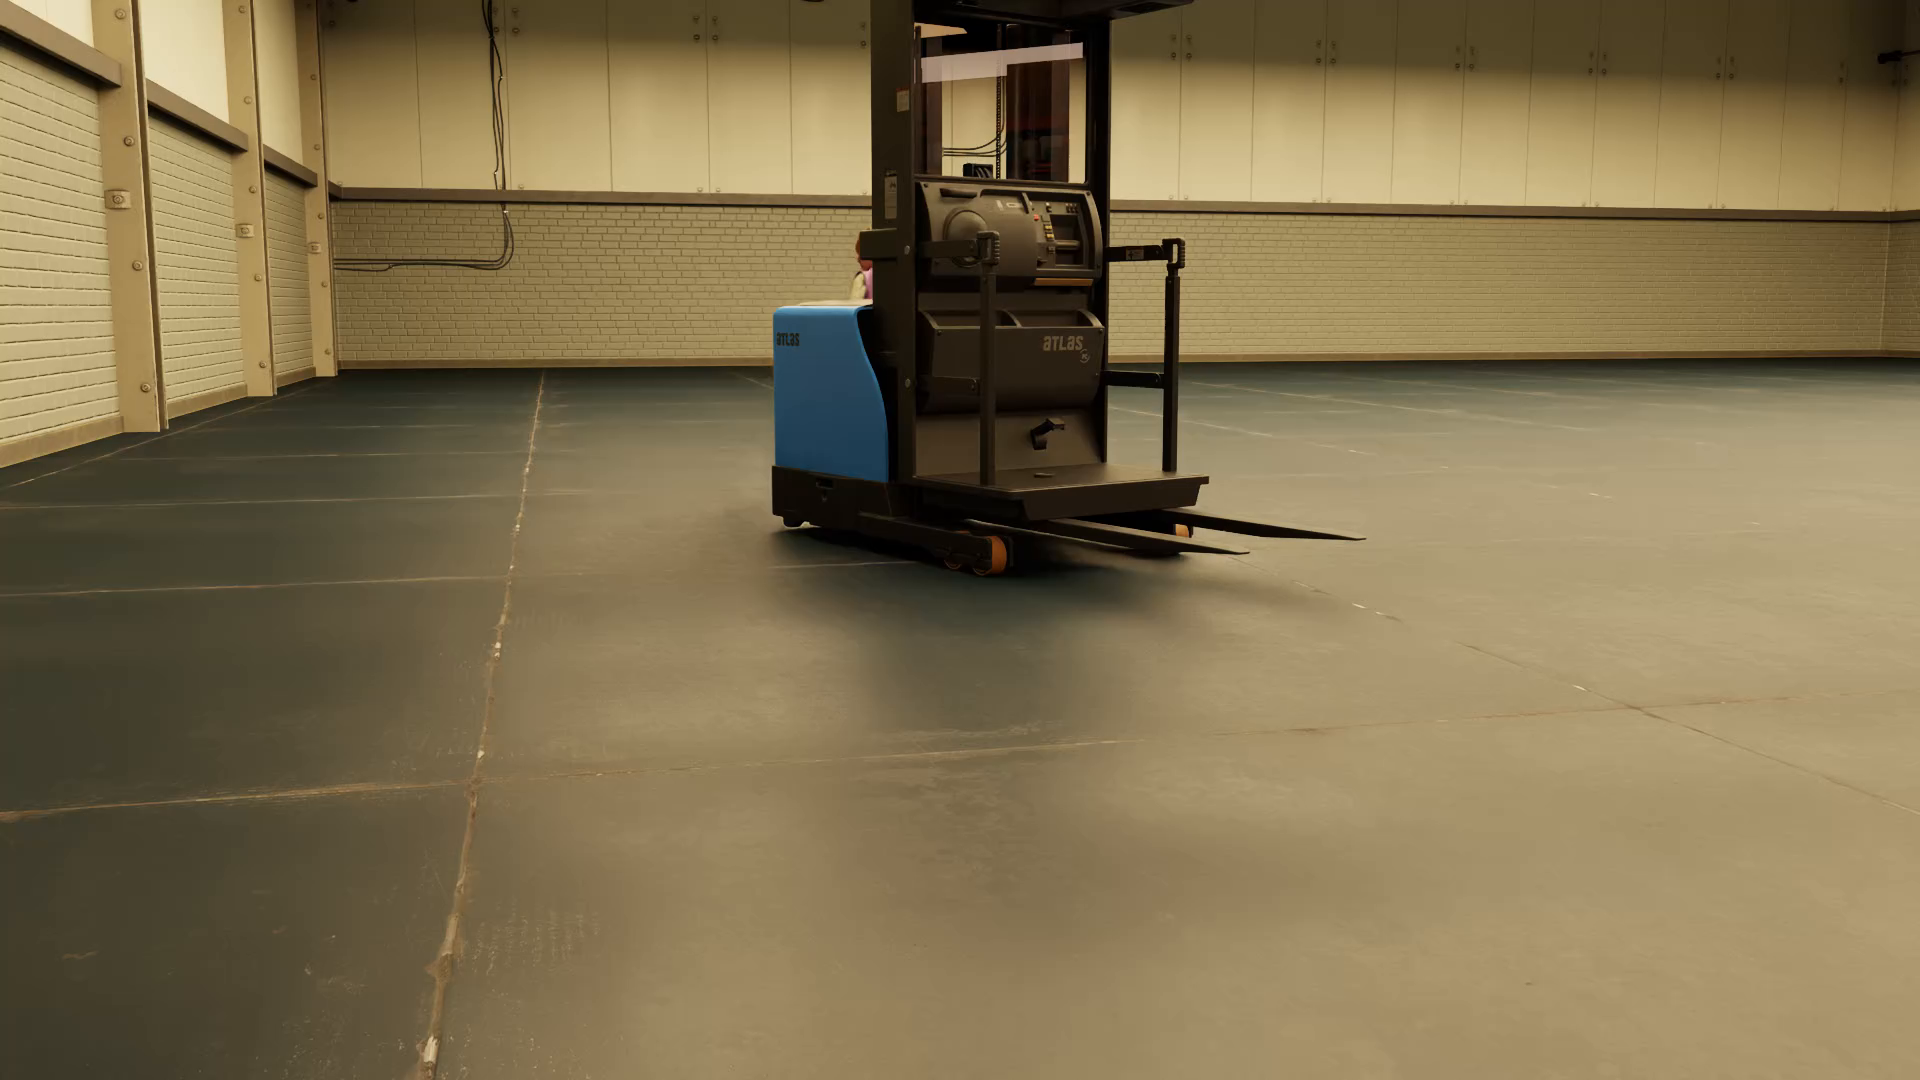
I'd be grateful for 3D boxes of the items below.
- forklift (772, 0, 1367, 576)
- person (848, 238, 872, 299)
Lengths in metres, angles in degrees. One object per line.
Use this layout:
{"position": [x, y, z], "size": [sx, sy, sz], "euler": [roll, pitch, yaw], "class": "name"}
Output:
{"position": [0.355, -1.383, 7.015], "size": [1.130, 2.935, 3.031], "euler": [-6, 10, -35], "class": "forklift"}
{"position": [-0.469, -0.996, 9.471], "size": [0.439, 1.514, 0.796], "euler": [0, 8, -3], "class": "person"}
